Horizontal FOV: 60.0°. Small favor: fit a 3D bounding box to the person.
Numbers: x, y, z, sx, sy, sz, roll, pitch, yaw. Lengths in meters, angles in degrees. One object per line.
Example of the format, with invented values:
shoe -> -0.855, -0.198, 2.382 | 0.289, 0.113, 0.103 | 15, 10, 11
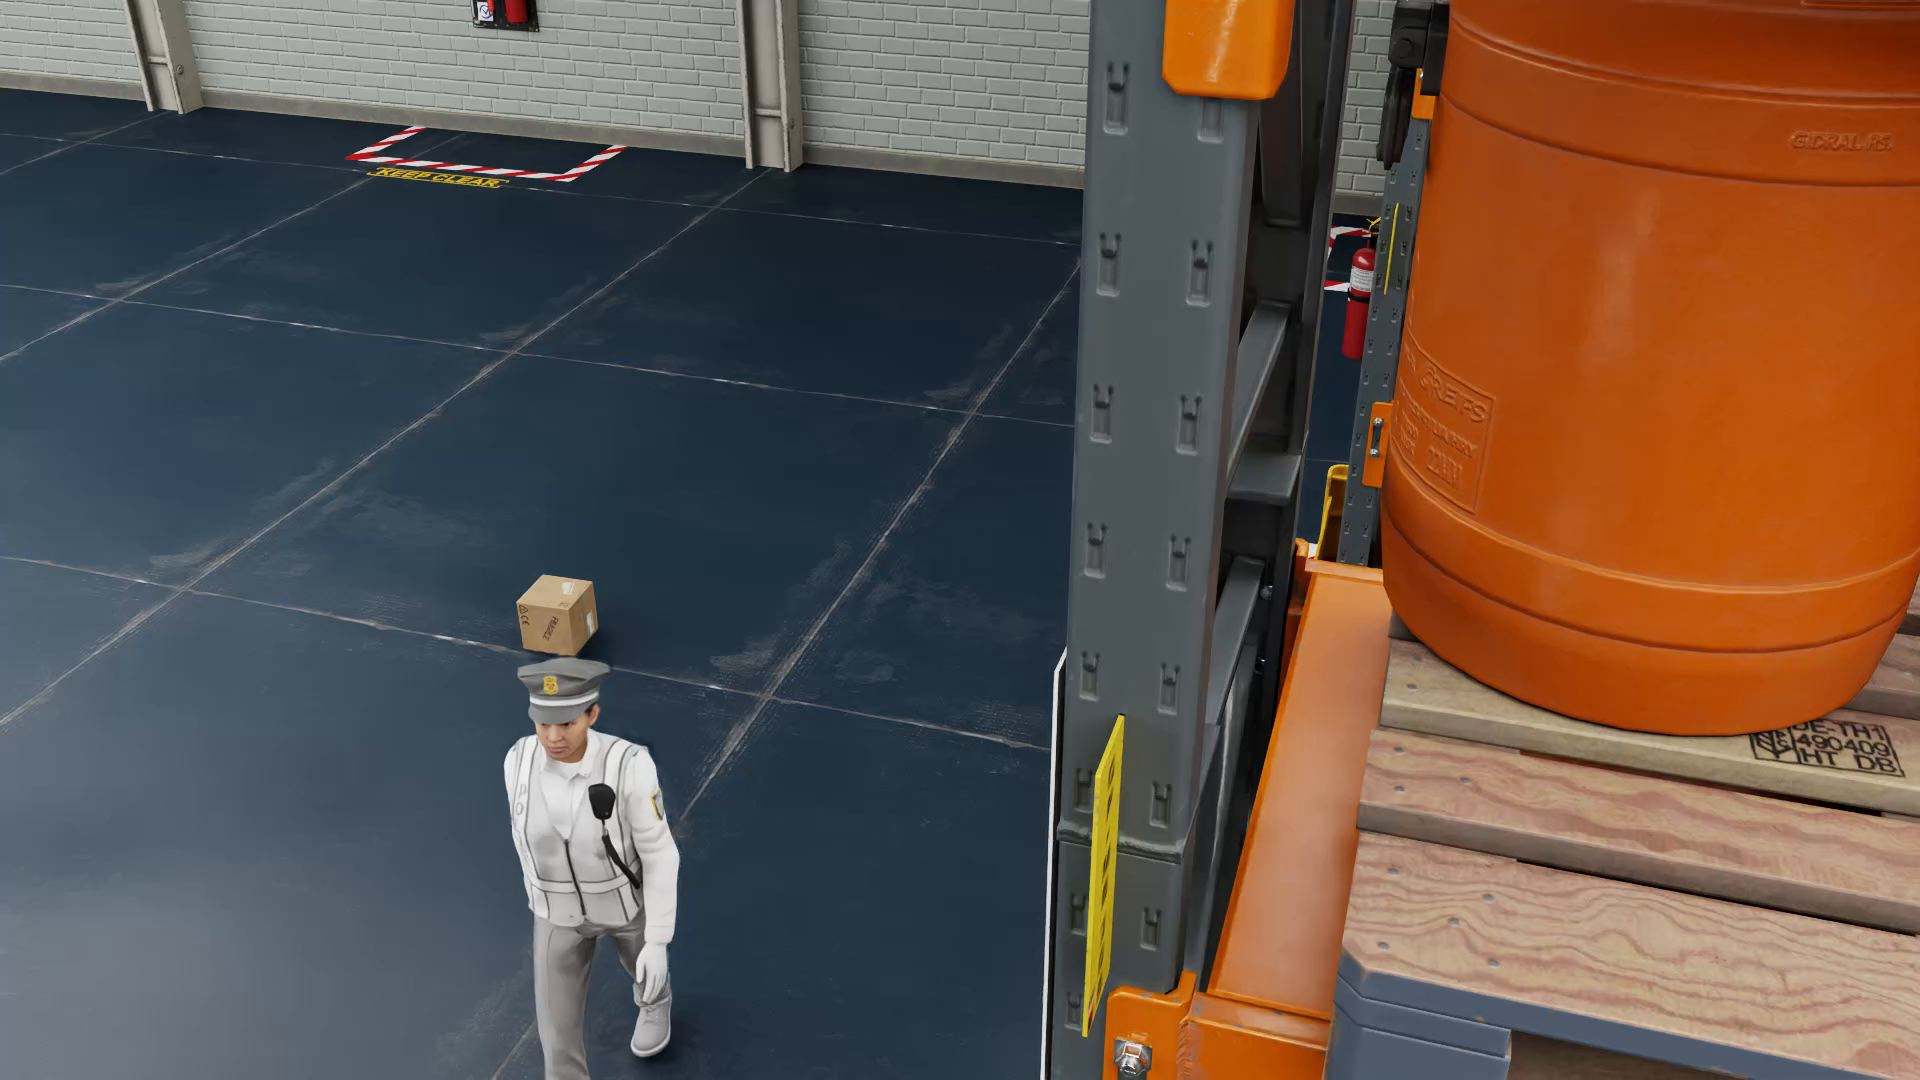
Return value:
person -> -1.028, 1.059, 4.688 | 0.503, 1.626, 1.003 | 0, 29, 0
